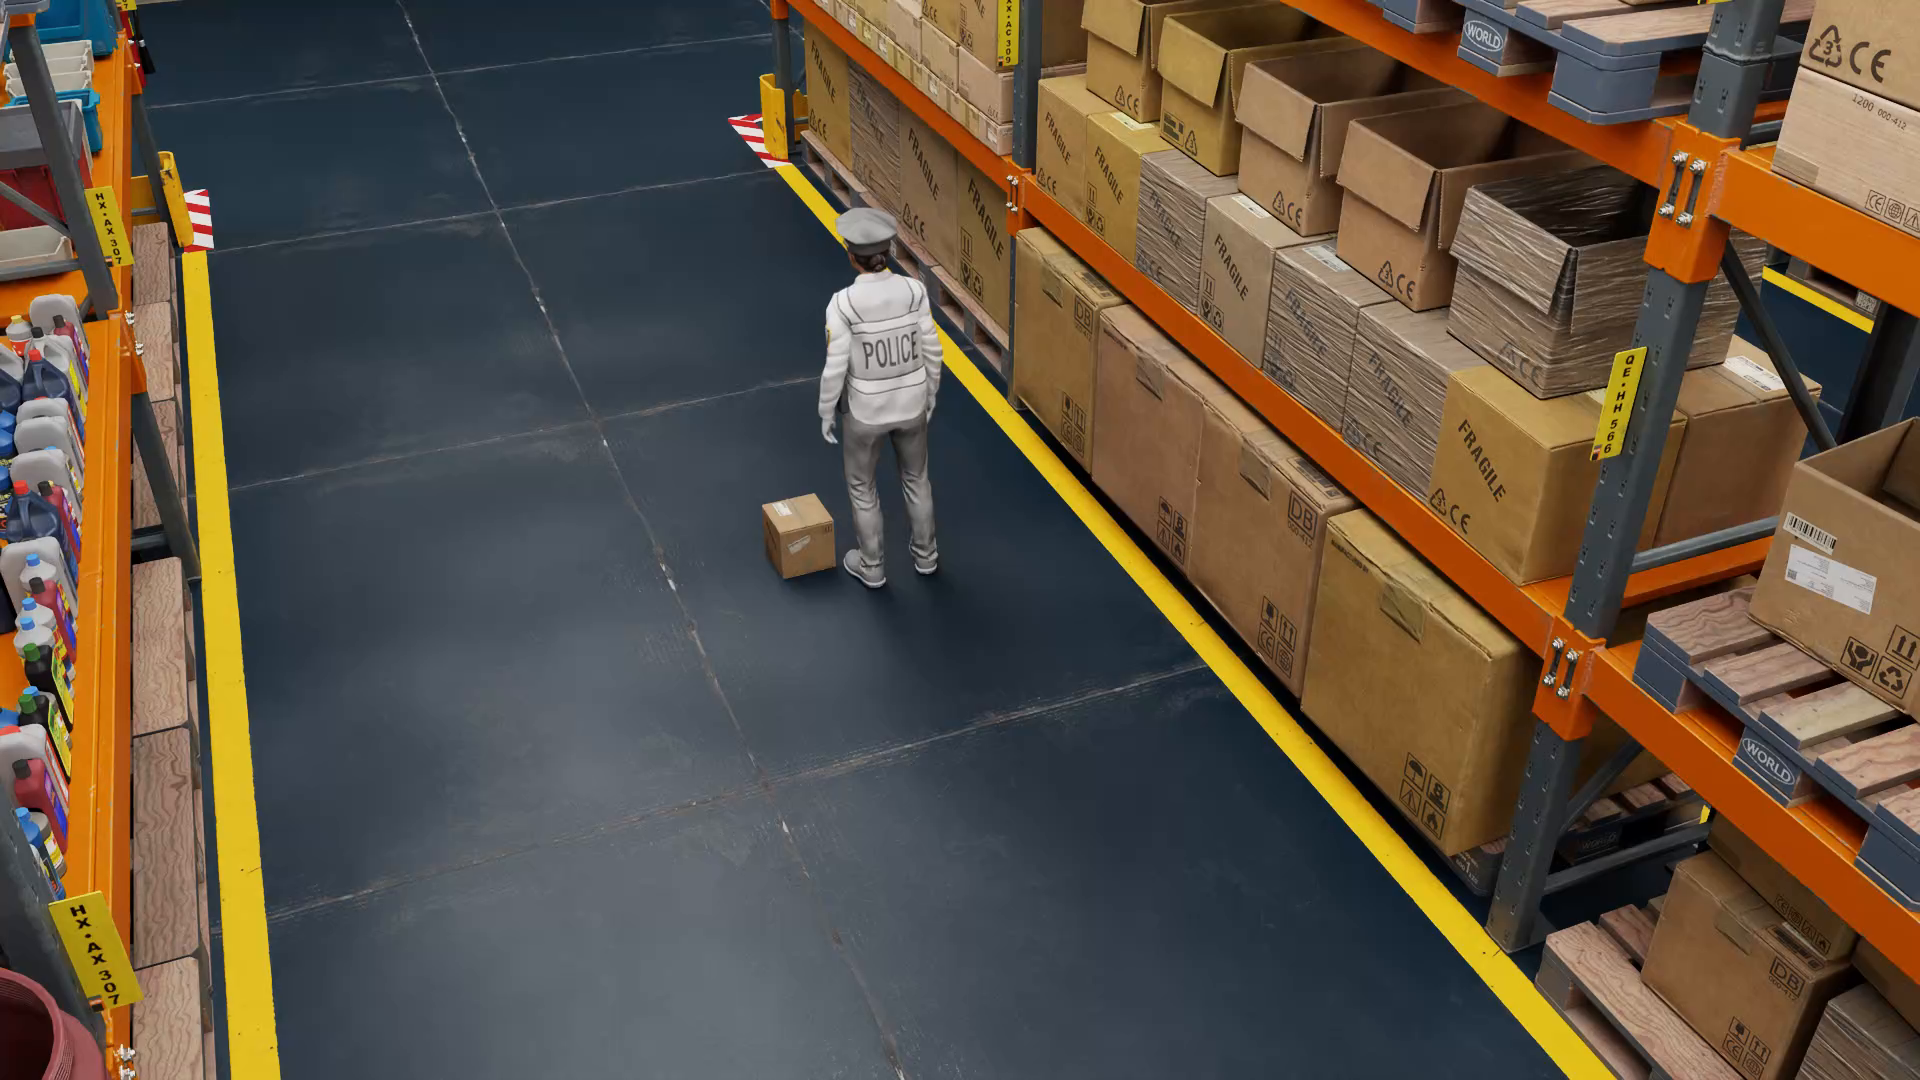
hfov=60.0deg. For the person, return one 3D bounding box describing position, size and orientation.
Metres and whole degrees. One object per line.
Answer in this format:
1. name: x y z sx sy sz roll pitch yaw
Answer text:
1. person: -0.331 -0.554 6.968 0.541 1.664 0.374 -13 36 -19
